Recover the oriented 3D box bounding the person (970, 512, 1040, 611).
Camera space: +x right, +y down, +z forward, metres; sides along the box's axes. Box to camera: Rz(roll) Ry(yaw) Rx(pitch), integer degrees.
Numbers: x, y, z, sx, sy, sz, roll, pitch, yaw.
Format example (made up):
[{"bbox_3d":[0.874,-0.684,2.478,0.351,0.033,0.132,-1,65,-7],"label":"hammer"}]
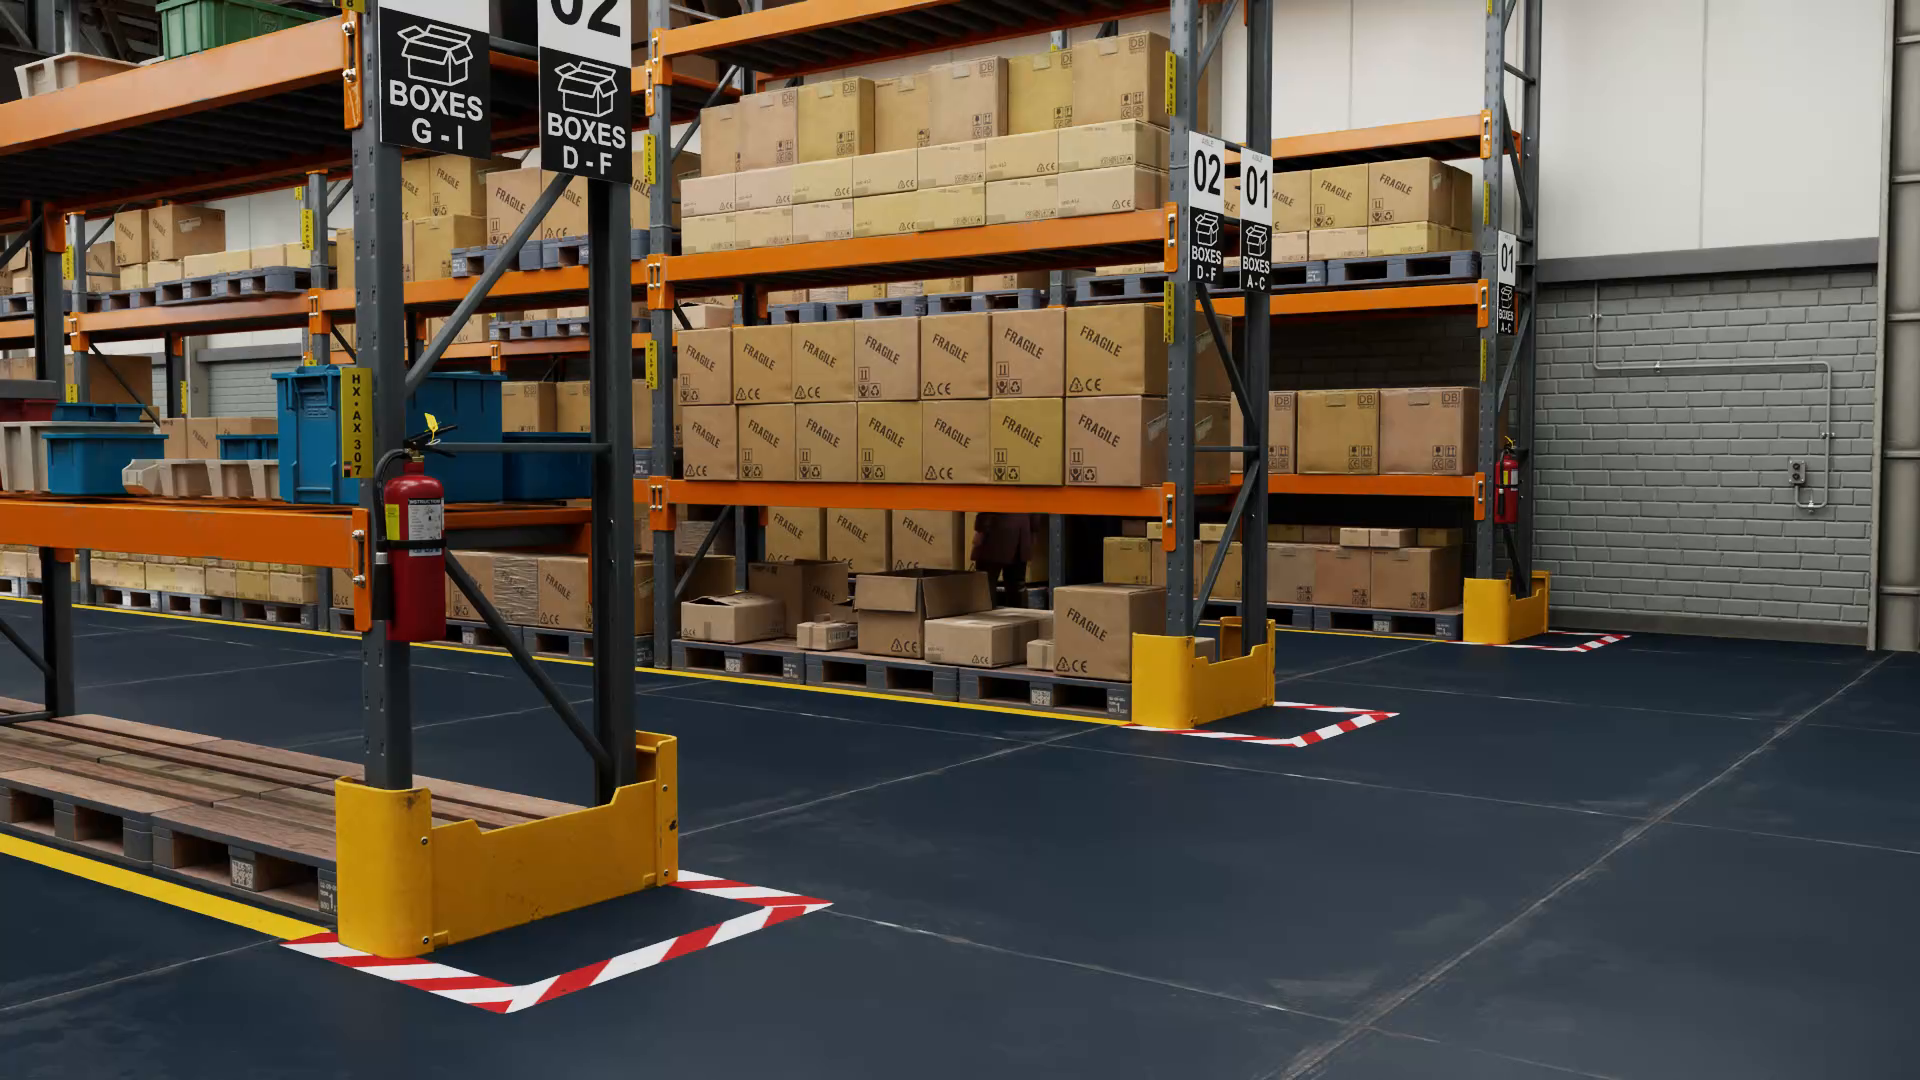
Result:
[{"bbox_3d":[0.287,-0.055,12.198,0.425,1.782,0.638,3,4,44],"label":"person"}]
